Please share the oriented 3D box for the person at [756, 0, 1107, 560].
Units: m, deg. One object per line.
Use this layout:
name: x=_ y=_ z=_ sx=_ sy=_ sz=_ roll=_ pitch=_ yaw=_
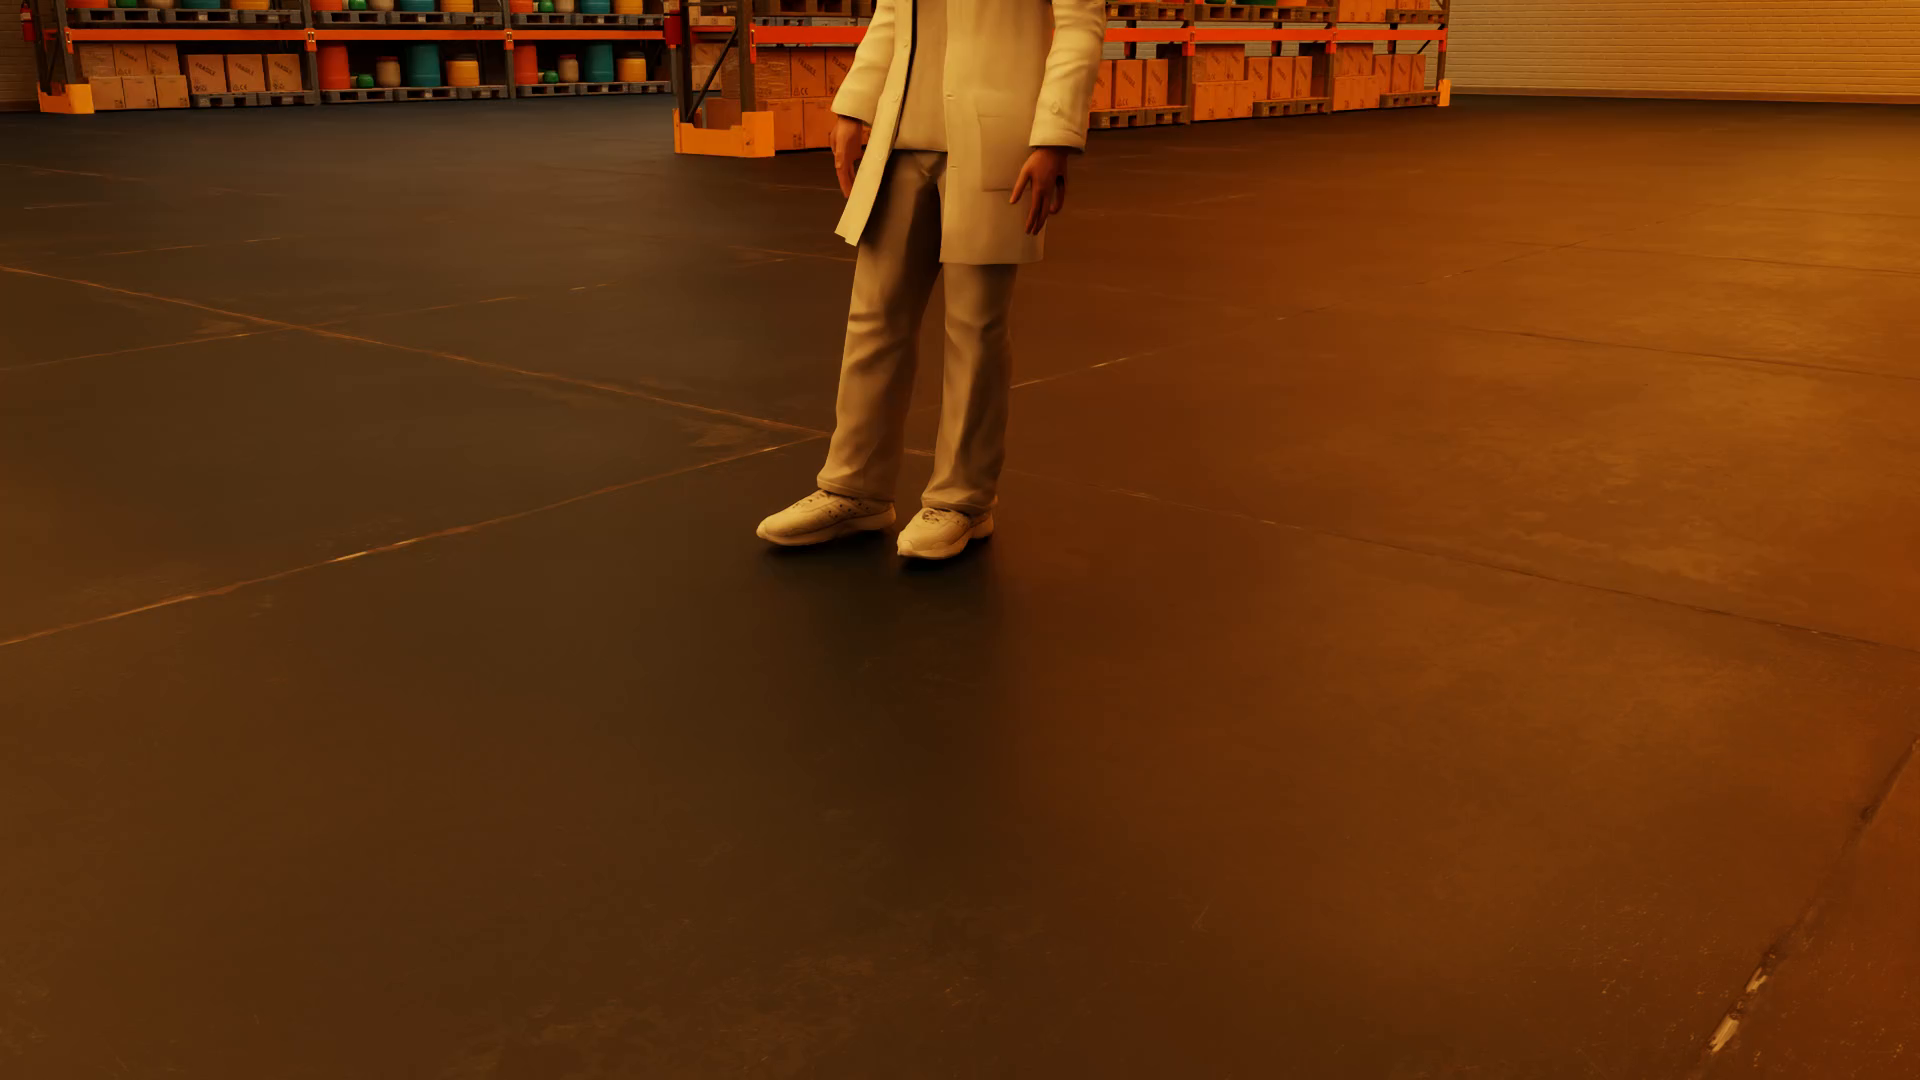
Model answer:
person: x=-0.061 y=-0.837 z=3.616 sx=0.696 sy=1.777 sz=0.578 roll=13 pitch=21 yaw=37
